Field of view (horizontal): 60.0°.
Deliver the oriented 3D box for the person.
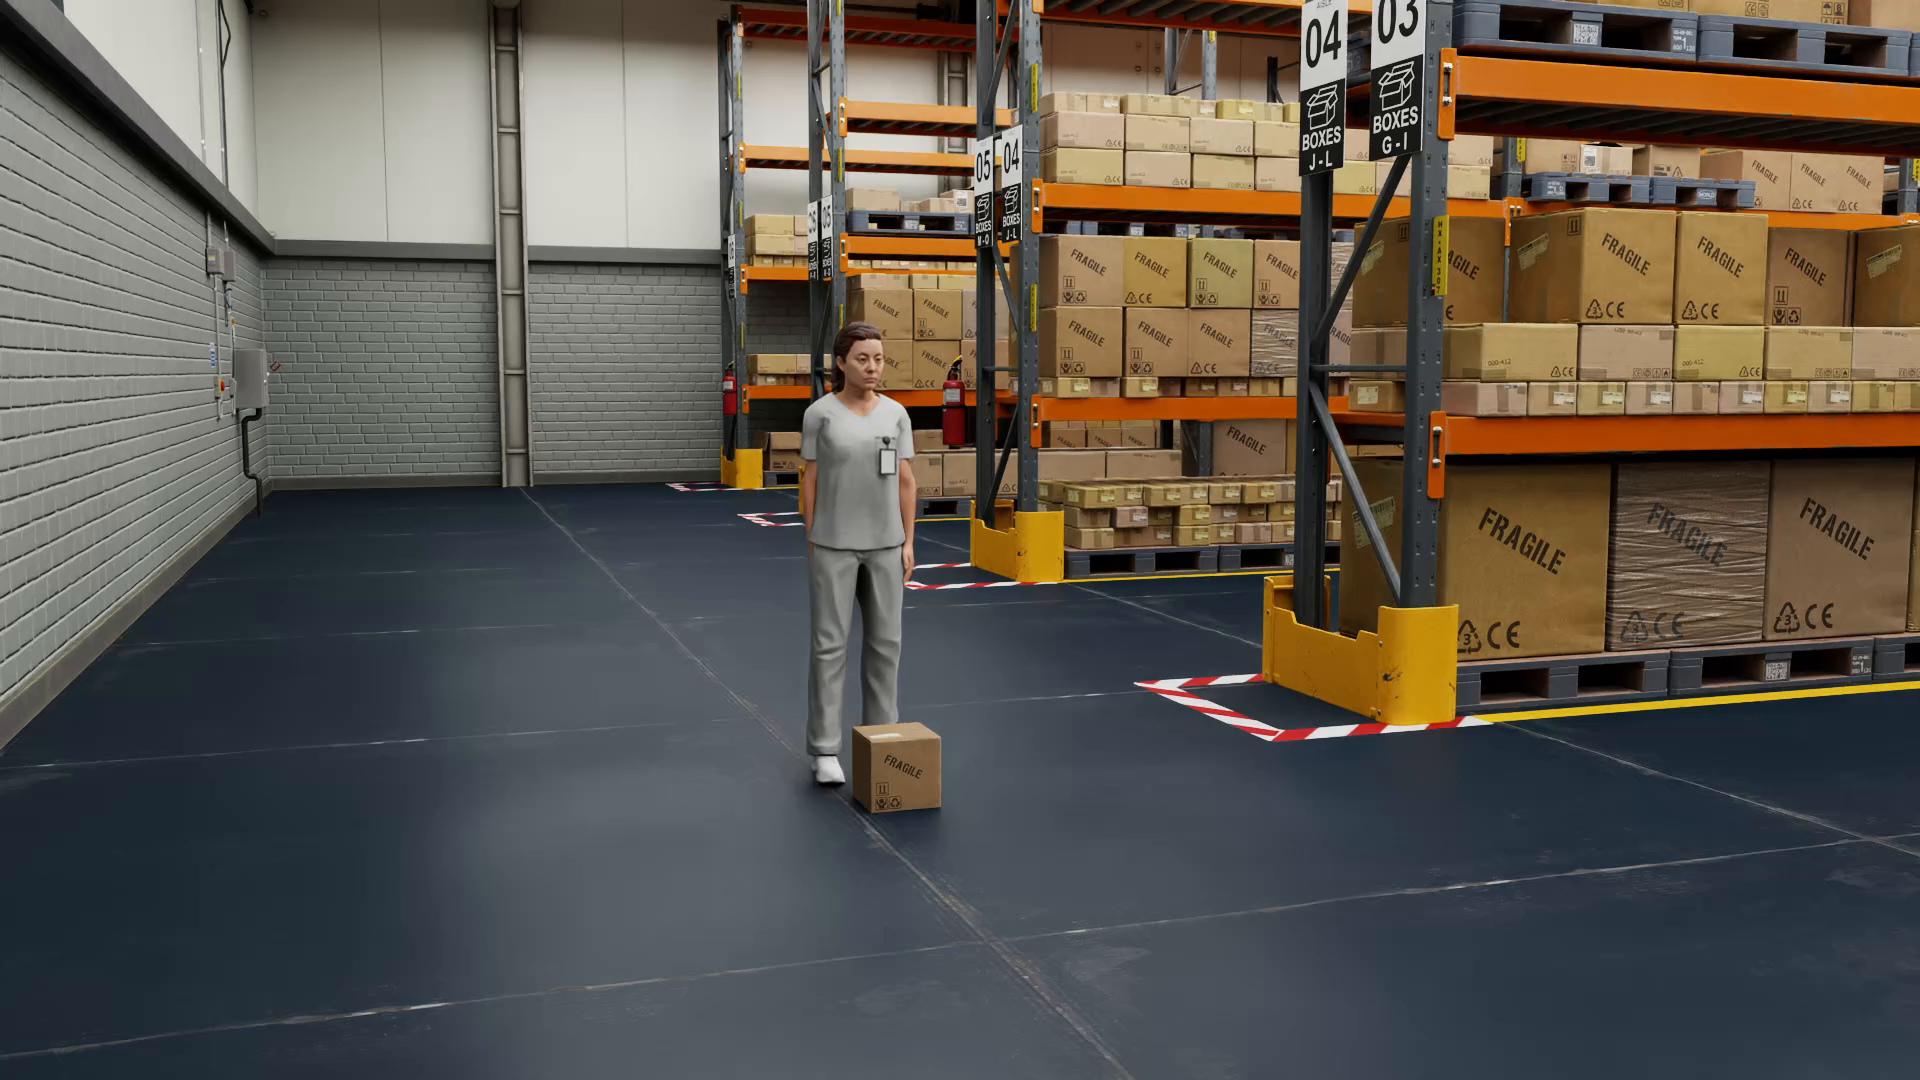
[{"bbox_3d":[-0.367,0.035,6.159,0.437,1.680,0.399,-2,6,-18],"label":"person"}]
